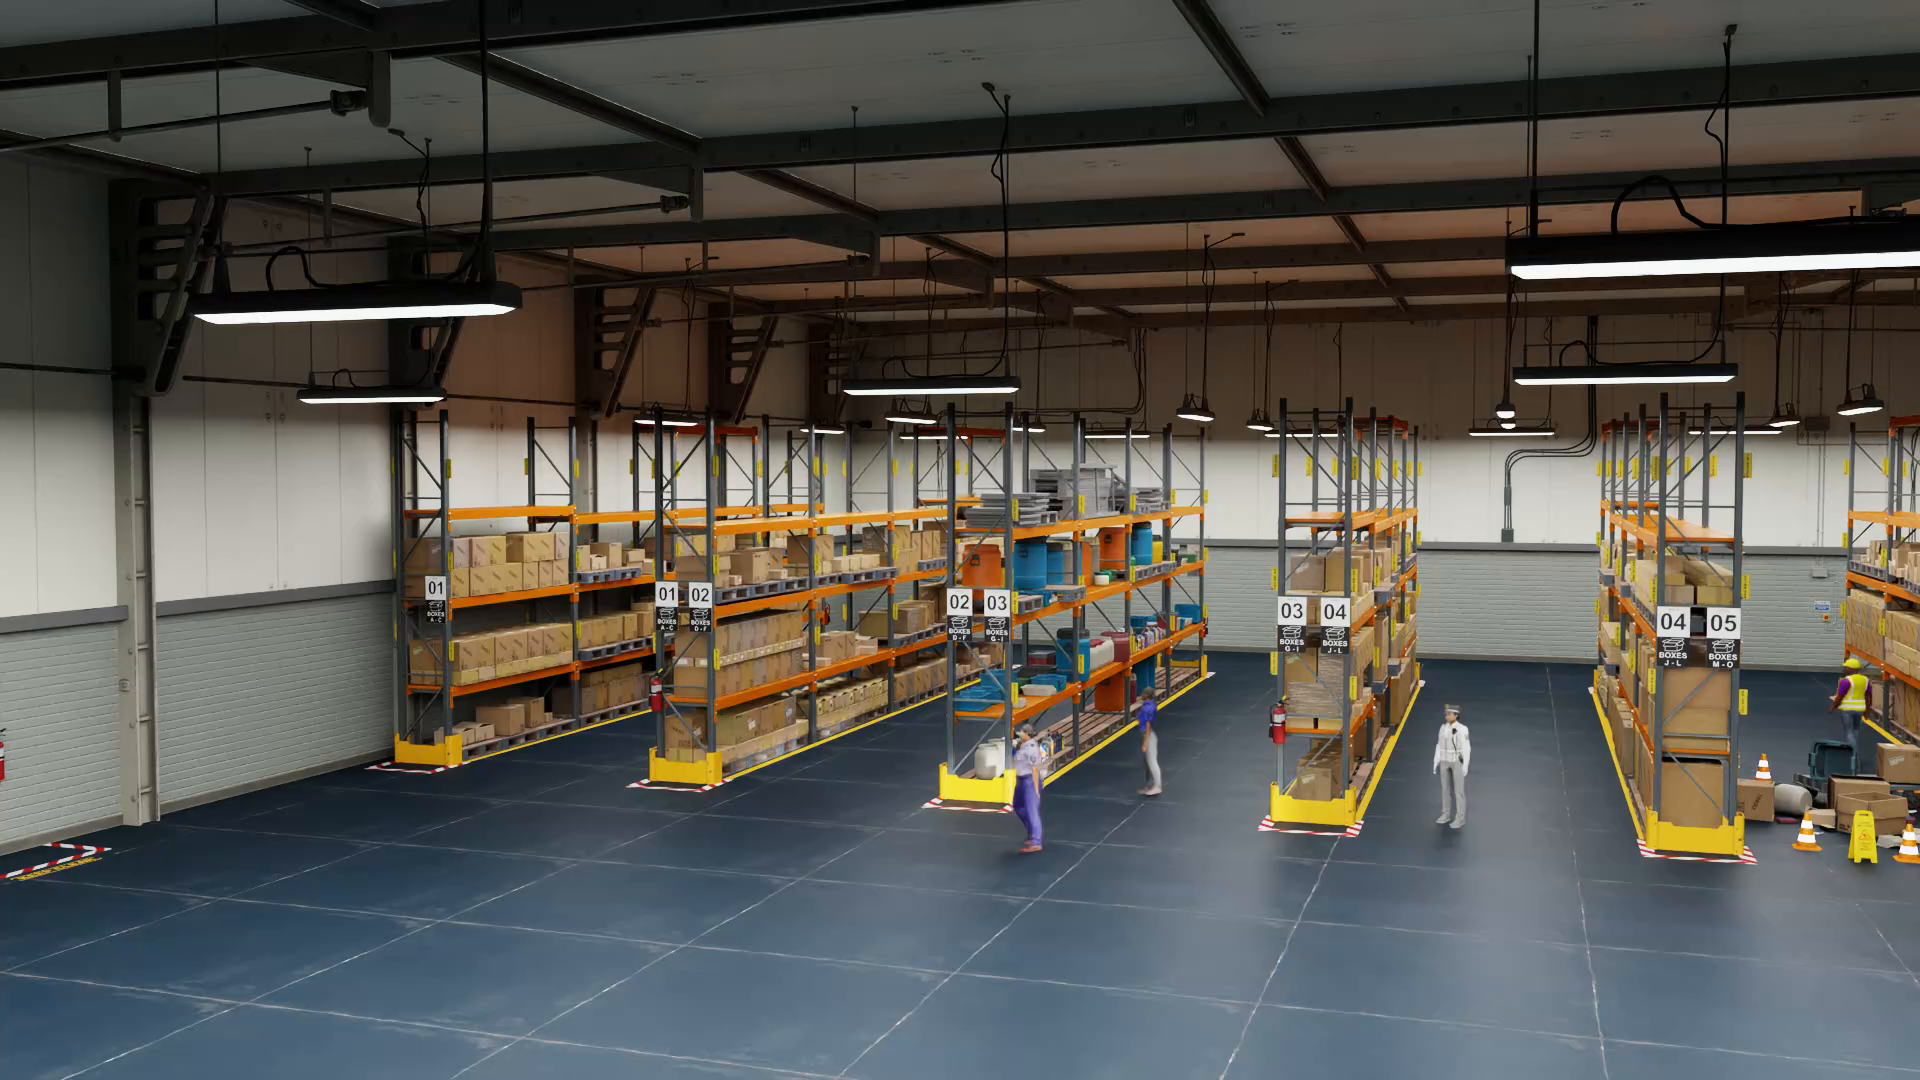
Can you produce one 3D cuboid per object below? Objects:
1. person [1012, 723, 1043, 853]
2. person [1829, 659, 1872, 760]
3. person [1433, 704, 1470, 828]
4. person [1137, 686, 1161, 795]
[{"bbox_3d":[0.907,3.235,21.852,0.389,1.670,0.587,0,2,-8],"label":"person"},{"bbox_3d":[15.126,2.908,28.224,0.641,1.799,0.692,0,2,6],"label":"person"},{"bbox_3d":[6.903,3.158,23.397,0.373,1.702,0.511,-2,3,-36],"label":"person"},{"bbox_3d":[2.907,3.092,25.523,0.374,1.668,0.528,0,2,-2],"label":"person"}]
